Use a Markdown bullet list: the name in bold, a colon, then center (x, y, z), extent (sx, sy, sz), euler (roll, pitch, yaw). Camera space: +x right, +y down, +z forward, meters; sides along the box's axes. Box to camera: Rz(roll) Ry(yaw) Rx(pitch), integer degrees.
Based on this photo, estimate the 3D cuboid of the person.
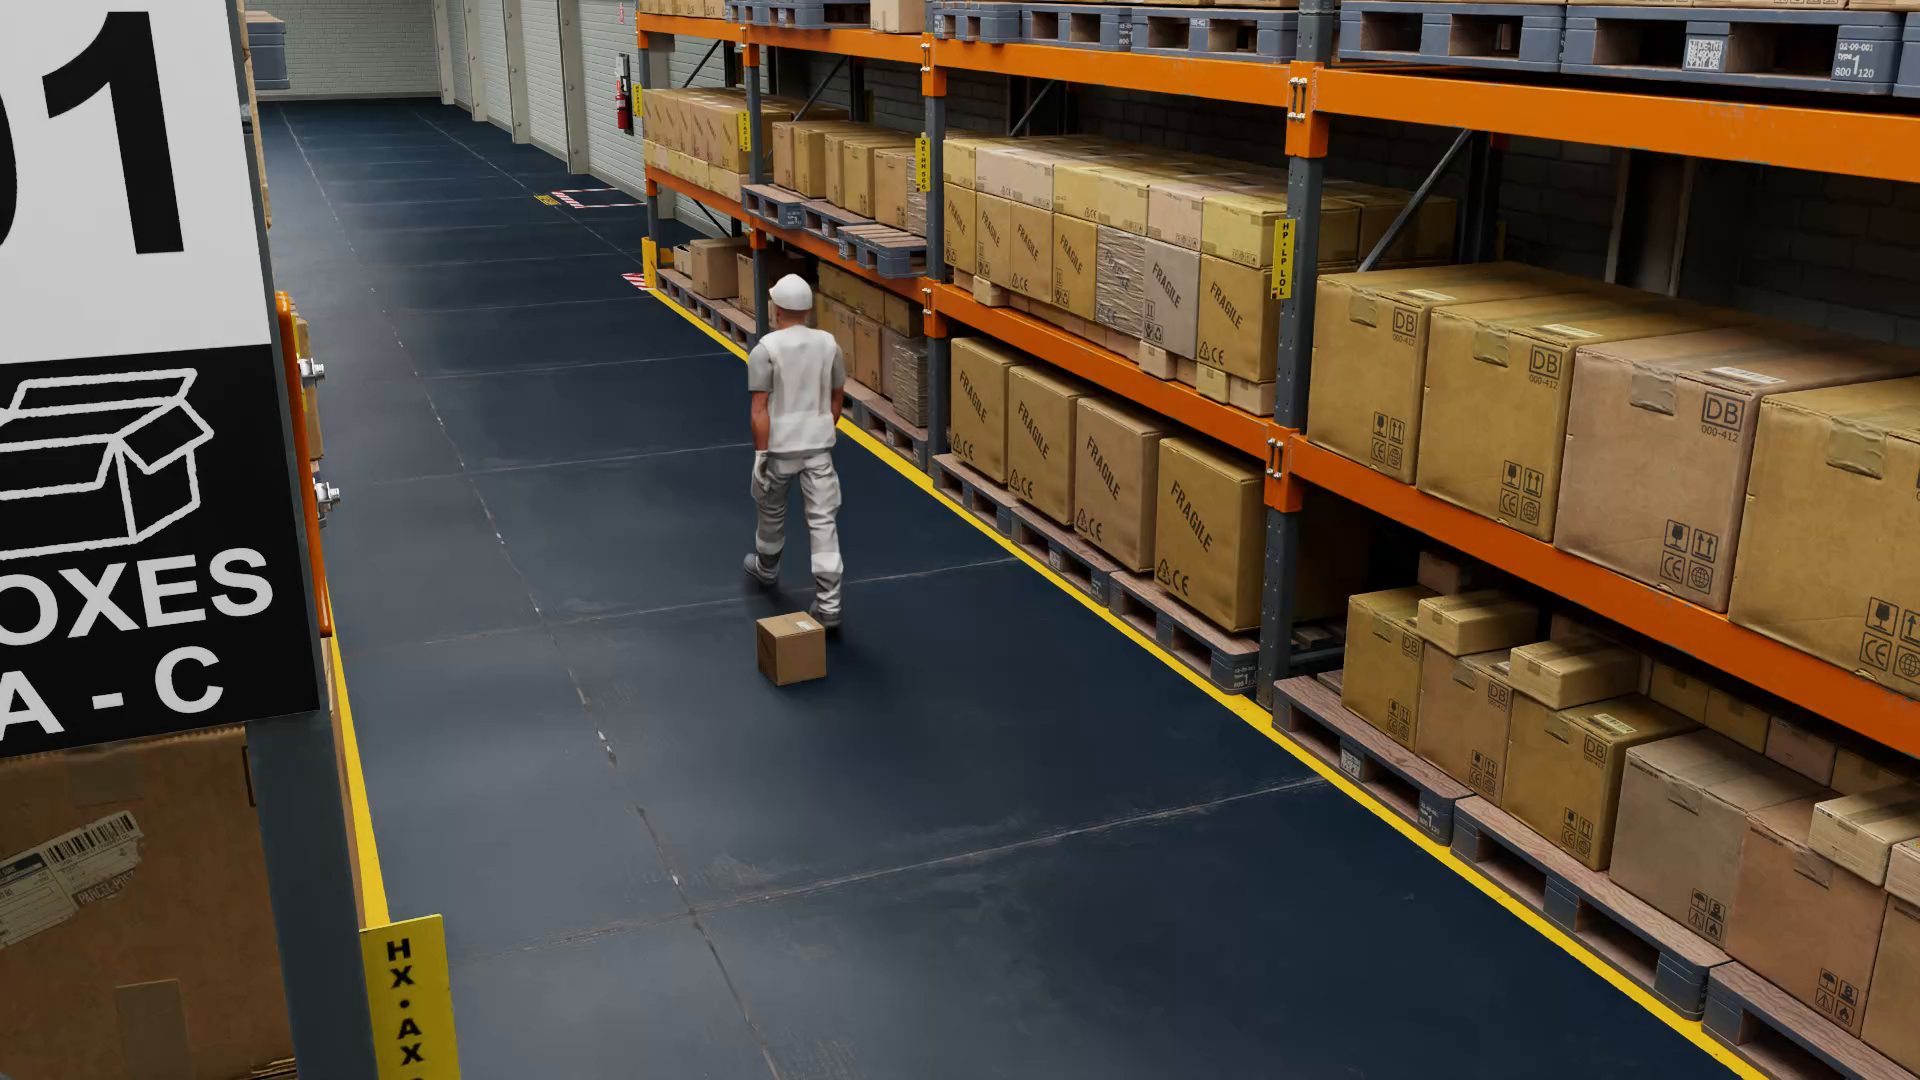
- **person**: center (-0.844, -0.500, 8.504), extent (0.528, 1.722, 1.079), euler (-6, 20, -18)
